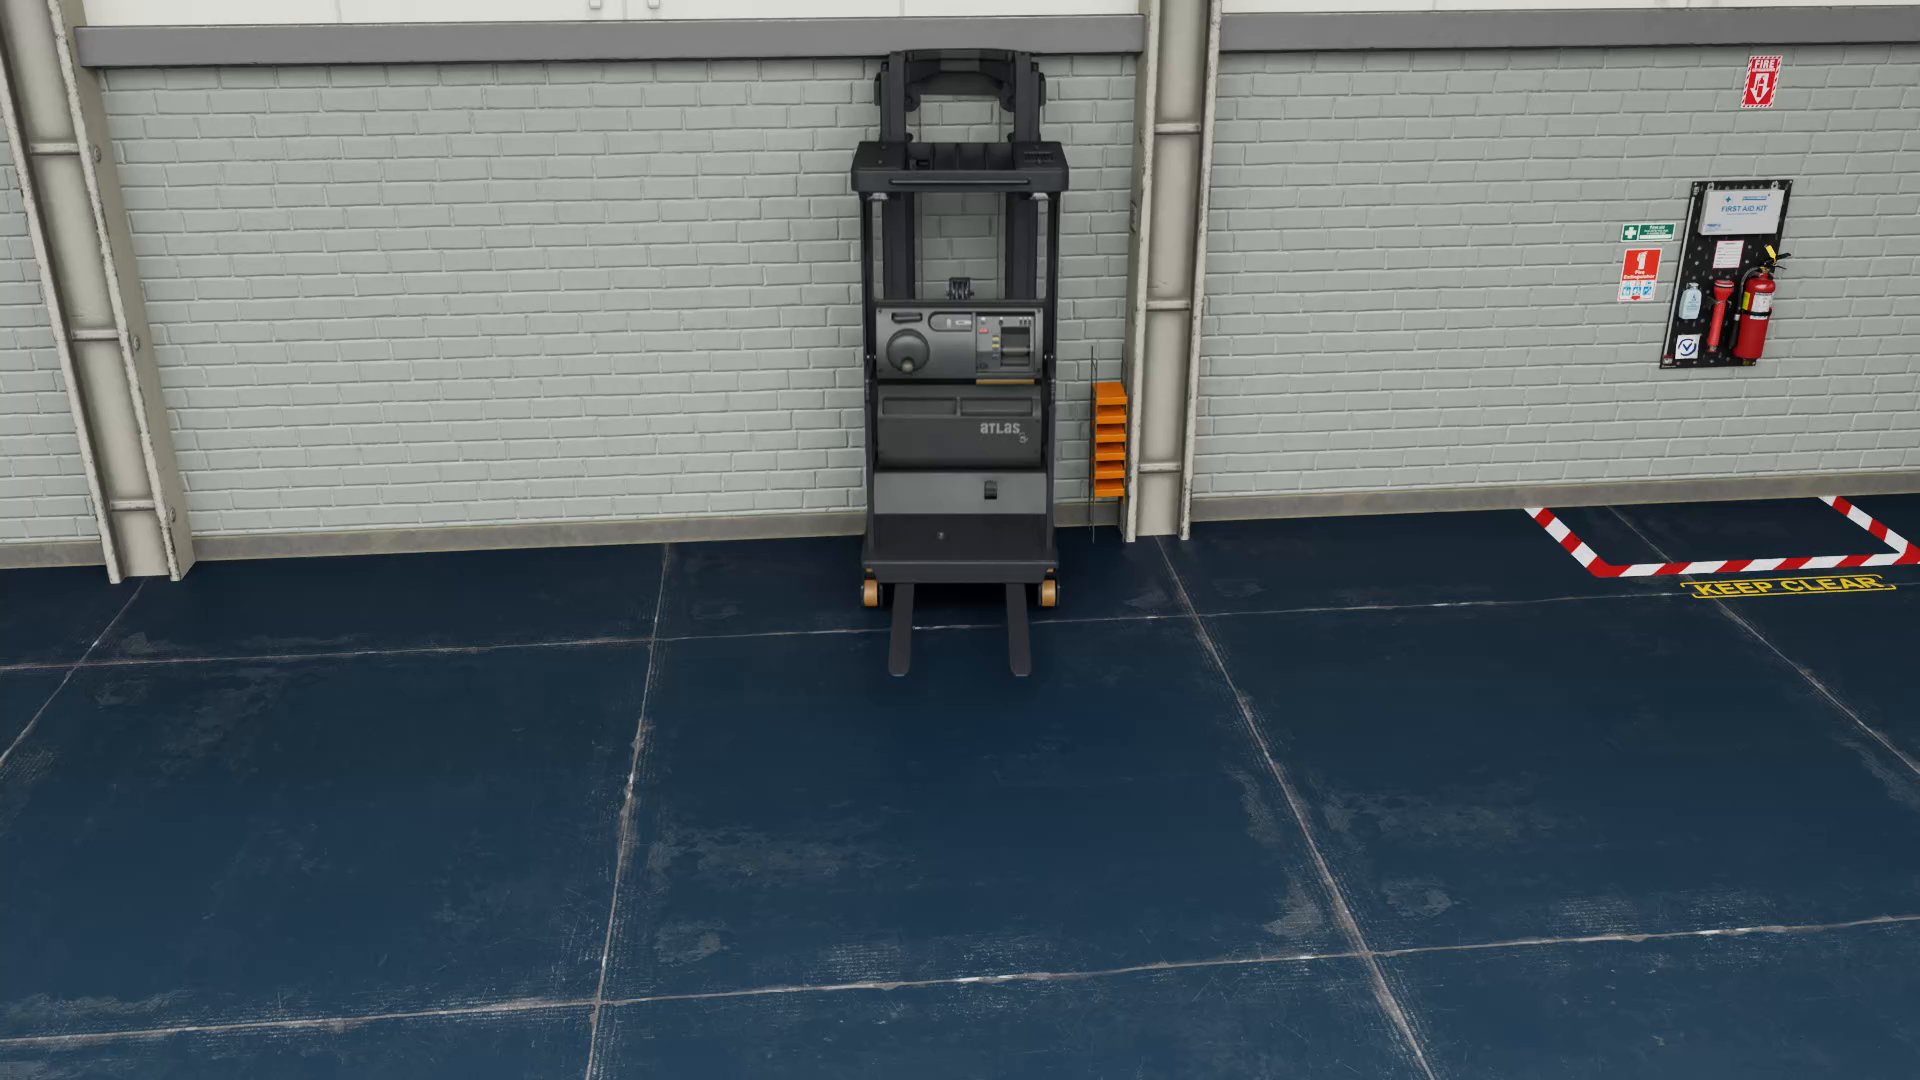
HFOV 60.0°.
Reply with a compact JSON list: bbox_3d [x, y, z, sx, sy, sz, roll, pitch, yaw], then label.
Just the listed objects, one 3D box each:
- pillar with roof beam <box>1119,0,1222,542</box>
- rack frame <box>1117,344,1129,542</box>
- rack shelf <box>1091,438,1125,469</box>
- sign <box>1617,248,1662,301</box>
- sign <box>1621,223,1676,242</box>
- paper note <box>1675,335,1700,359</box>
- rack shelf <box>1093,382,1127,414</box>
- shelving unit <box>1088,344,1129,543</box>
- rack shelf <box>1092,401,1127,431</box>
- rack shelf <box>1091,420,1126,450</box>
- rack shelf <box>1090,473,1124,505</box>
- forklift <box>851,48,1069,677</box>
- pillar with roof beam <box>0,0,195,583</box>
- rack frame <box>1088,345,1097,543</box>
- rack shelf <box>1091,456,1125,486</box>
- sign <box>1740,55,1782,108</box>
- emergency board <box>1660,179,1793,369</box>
[{"bbox_3d":[1.626,-2.429,4.635,0.400,9.000,9.100,-2,24,-5],"label":"pillar with roof beam"},{"bbox_3d":[0.983,-0.575,10.038,0.006,1.200,0.240,-2,27,-2],"label":"rack frame"},{"bbox_3d":[0.893,-0.532,10.055,0.180,0.103,0.258,-2,27,-2],"label":"rack shelf"},{"bbox_3d":[4.151,-1.620,10.157,0.234,0.329,0.001,-2,24,-5],"label":"sign"},{"bbox_3d":[4.156,-1.858,10.042,0.331,0.109,0.001,-2,24,-5],"label":"sign"},{"bbox_3d":[4.528,-1.202,10.346,0.142,0.148,0.016,-2,24,-5],"label":"paper note"},{"bbox_3d":[0.886,-0.851,9.890,0.180,0.103,0.258,-2,27,-2],"label":"rack shelf"},{"bbox_3d":[0.892,-0.571,10.035,0.189,1.200,0.258,-2,27,-2],"label":"shelving unit"},{"bbox_3d":[0.888,-0.745,9.945,0.180,0.103,0.258,-2,27,-2],"label":"rack shelf"},{"bbox_3d":[0.890,-0.638,10.000,0.180,0.103,0.258,-2,27,-2],"label":"rack shelf"},{"bbox_3d":[0.897,-0.319,10.166,0.180,0.103,0.258,-2,27,-2],"label":"rack shelf"},{"bbox_3d":[0.000,-1.081,9.074,1.130,2.935,3.031,0,24,0],"label":"forklift"},{"bbox_3d":[-4.345,-2.189,4.096,0.400,9.000,9.100,-2,24,-5],"label":"pillar with roof beam"},{"bbox_3d":[0.800,-0.567,10.032,0.006,1.200,0.240,-2,27,-2],"label":"rack frame"},{"bbox_3d":[0.895,-0.425,10.111,0.180,0.103,0.258,-2,27,-2],"label":"rack shelf"},{"bbox_3d":[4.693,-2.683,9.739,0.199,0.298,0.001,-2,24,-5],"label":"sign"},{"bbox_3d":[4.711,-1.584,10.120,0.643,1.169,0.194,-2,24,-5],"label":"emergency board"}]
